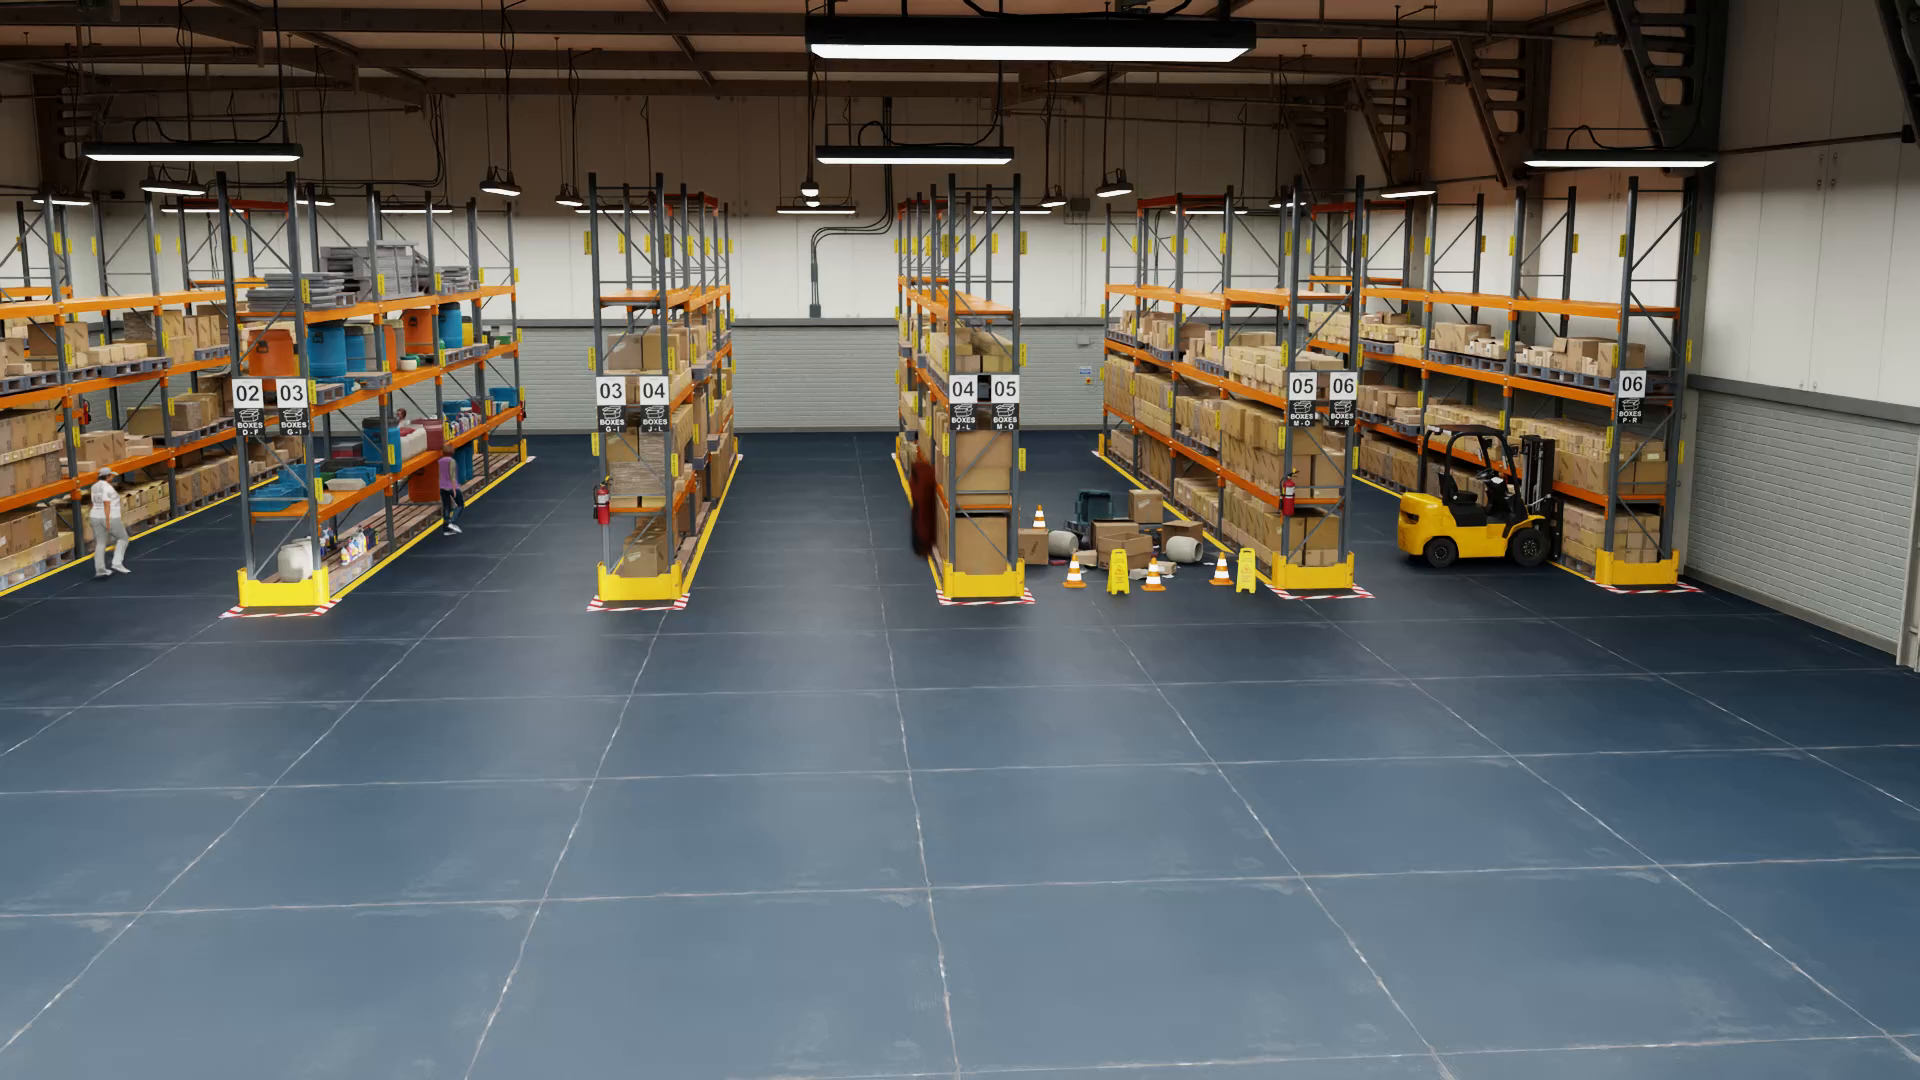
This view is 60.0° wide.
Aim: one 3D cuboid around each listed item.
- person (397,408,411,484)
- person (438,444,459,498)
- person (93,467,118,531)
[{"bbox_3d":[-11.962,-2.023,35.605,0.437,1.614,0.578,4,11,24],"label":"person"},{"bbox_3d":[-8.928,-1.197,28.987,0.432,0.935,0.358,3,10,17],"label":"person"},{"bbox_3d":[-13.167,-0.622,25.547,0.437,0.991,0.492,1,10,8],"label":"person"}]
